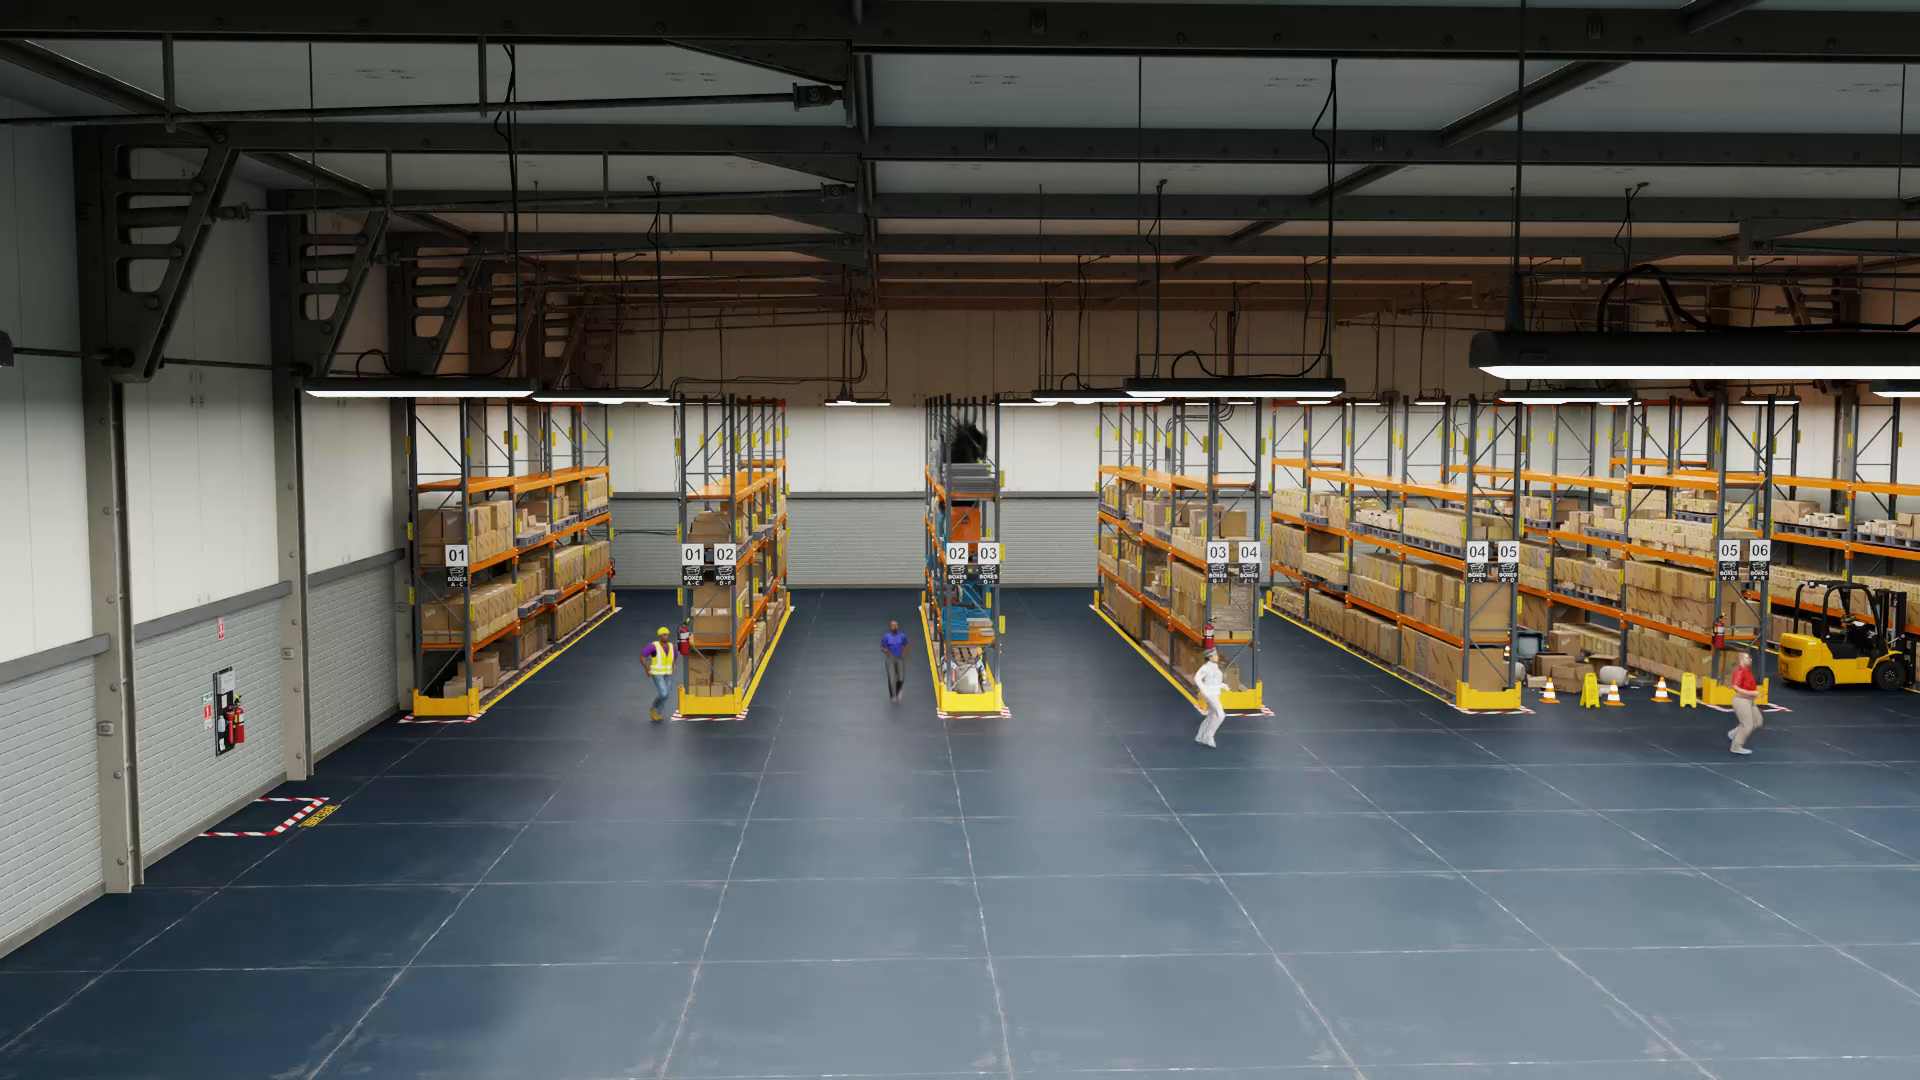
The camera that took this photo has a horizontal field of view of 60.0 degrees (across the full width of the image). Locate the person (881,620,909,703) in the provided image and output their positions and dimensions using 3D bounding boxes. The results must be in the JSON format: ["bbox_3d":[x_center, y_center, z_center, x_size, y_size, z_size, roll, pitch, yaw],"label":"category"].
[{"bbox_3d":[-1.248,2.363,32.185,0.563,1.618,0.572,-1,5,-8],"label":"person"}]

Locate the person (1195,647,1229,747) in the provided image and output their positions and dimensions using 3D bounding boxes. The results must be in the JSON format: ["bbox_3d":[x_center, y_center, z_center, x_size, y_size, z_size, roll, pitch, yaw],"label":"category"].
[{"bbox_3d":[4.274,2.670,28.219,0.582,1.727,0.613,2,5,25],"label":"person"}]

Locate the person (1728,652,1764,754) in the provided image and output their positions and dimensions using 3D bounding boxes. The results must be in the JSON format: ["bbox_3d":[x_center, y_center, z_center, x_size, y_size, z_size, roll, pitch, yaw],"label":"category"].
[{"bbox_3d":[13.035,2.701,27.552,0.610,1.678,0.655,4,6,40],"label":"person"}]

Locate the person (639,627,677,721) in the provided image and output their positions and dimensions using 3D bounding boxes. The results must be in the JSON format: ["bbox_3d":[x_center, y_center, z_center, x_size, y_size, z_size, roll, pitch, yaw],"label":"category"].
[{"bbox_3d":[-5.441,2.453,30.386,0.564,1.718,0.700,4,6,44],"label":"person"}]
